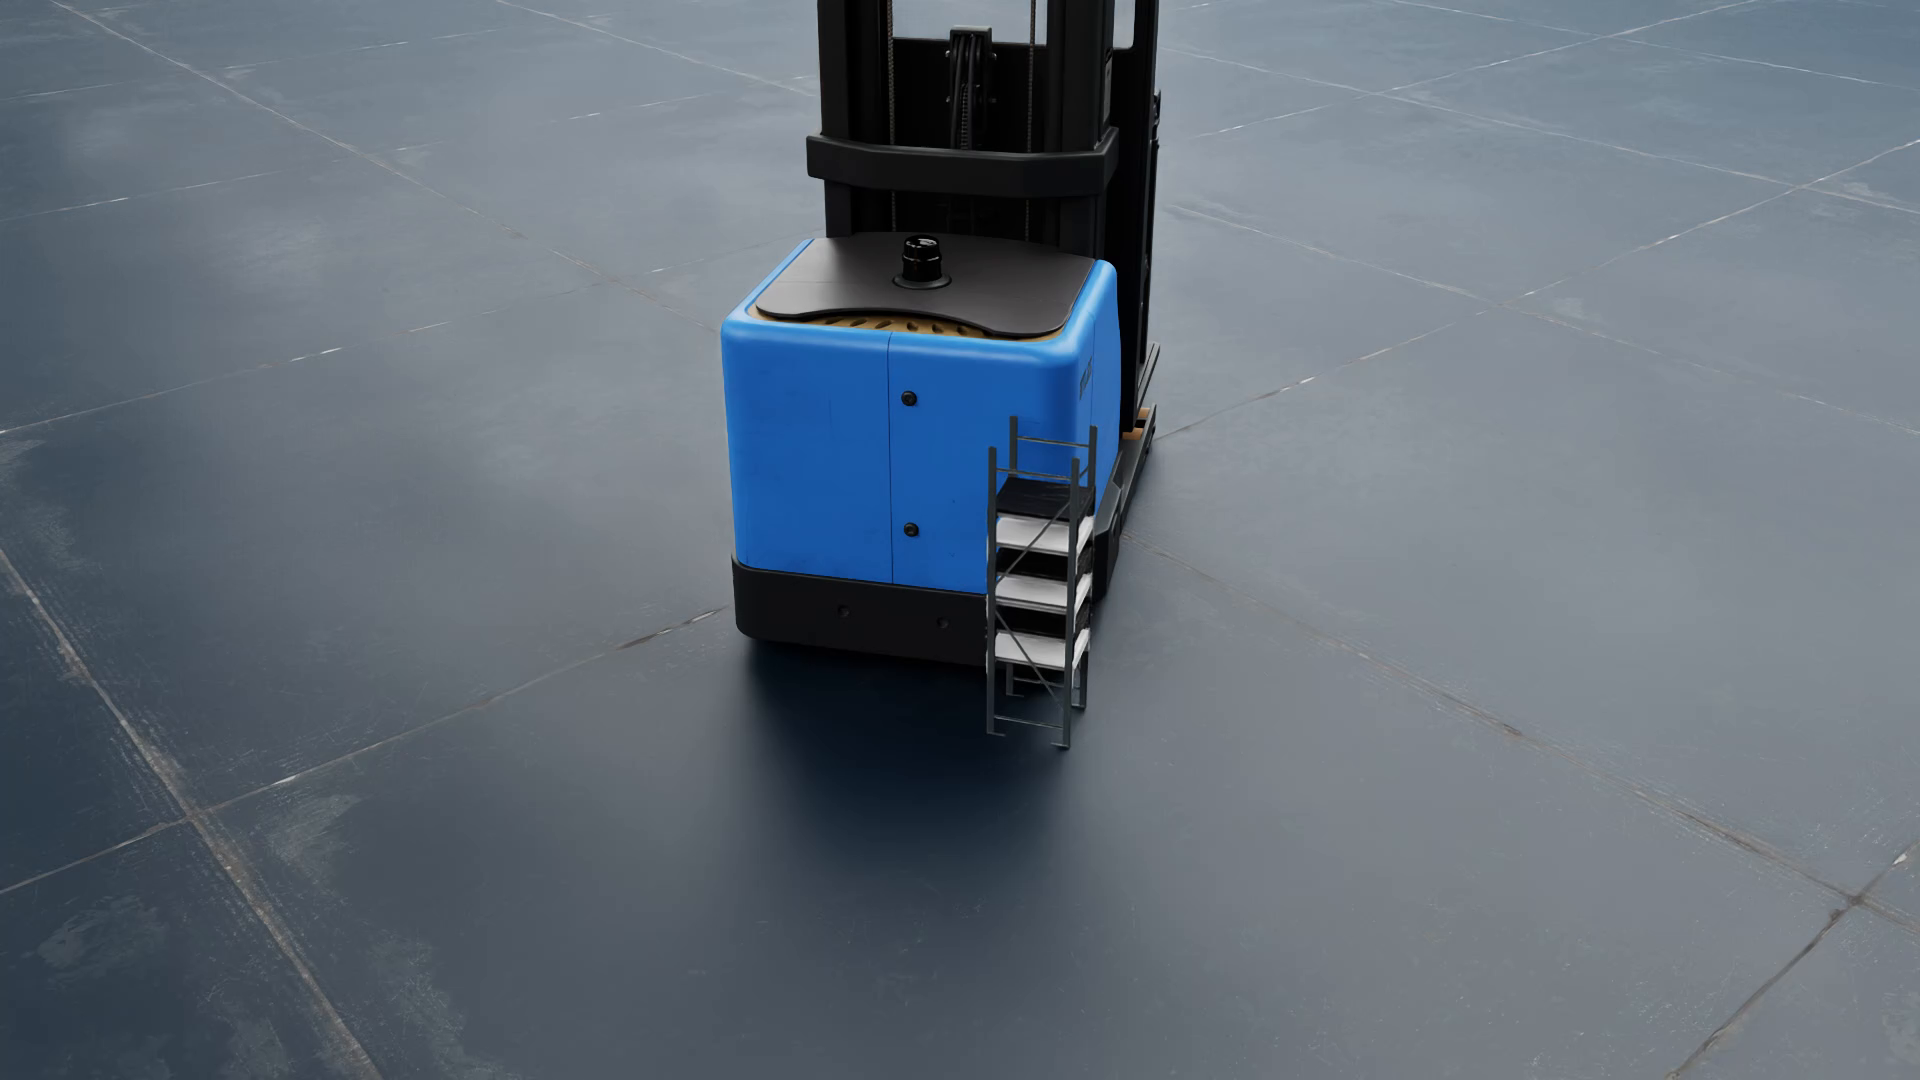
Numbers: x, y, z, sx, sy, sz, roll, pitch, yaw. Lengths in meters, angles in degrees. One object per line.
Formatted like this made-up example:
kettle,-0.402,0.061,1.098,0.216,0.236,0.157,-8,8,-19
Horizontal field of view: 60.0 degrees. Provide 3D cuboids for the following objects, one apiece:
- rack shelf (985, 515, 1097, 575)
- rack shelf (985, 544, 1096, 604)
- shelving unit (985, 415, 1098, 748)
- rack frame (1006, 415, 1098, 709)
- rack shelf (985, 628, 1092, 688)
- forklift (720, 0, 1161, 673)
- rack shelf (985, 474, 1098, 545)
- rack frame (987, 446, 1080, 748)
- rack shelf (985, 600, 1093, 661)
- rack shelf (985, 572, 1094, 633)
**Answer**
rack shelf,0.220,-0.005,4.491,0.258,0.077,0.200,8,30,15
rack shelf,0.220,0.074,4.534,0.258,0.077,0.200,8,30,15
shelving unit,0.220,0.124,4.561,0.258,0.900,0.210,8,30,15
rack frame,0.250,0.077,4.646,0.240,0.900,0.006,8,30,15
rack shelf,0.221,0.311,4.664,0.258,0.077,0.200,8,30,15
forklift,0.139,-1.579,5.596,1.130,2.935,3.031,6,29,11
rack shelf,0.220,-0.084,4.448,0.258,0.077,0.200,8,30,15
rack frame,0.191,0.171,4.476,0.240,0.900,0.006,8,30,15
rack shelf,0.221,0.232,4.620,0.258,0.077,0.200,8,30,15
rack shelf,0.221,0.153,4.577,0.258,0.077,0.200,8,30,15
